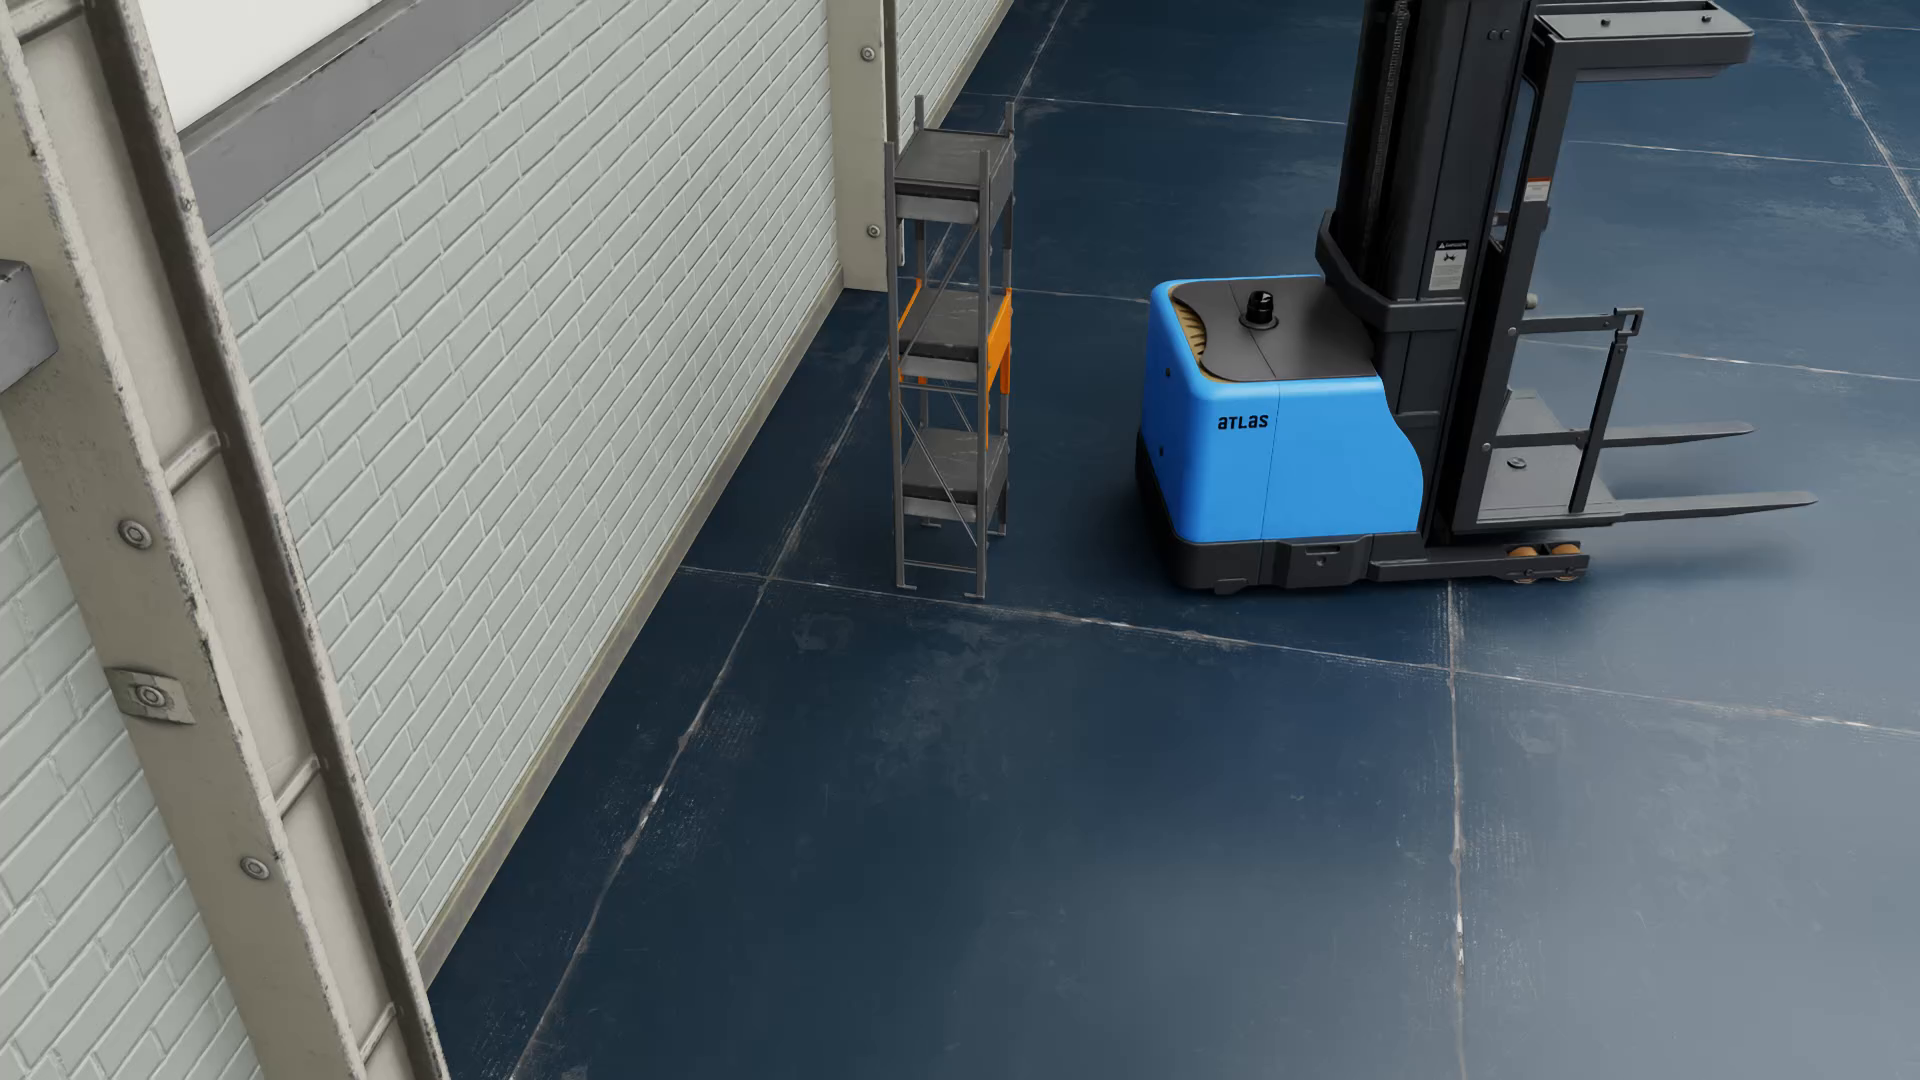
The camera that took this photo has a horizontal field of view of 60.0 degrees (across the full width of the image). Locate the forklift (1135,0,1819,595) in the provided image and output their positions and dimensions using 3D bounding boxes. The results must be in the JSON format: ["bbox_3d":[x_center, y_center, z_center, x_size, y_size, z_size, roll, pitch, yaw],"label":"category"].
[{"bbox_3d":[2.398,-1.297,7.042,3.031,2.935,1.130,-3,36,-4],"label":"forklift"}]

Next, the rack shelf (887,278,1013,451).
[{"bbox_3d":[-0.035,-0.744,7.011,0.431,0.518,0.480,7,37,10],"label":"rack shelf"}]

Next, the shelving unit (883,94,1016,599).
[{"bbox_3d":[-0.035,-0.755,7.003,0.431,2.100,0.503,7,37,10],"label":"shelving unit"}]

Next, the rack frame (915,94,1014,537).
[{"bbox_3d":[0.017,-0.895,7.196,0.400,2.100,0.015,7,37,10],"label":"rack frame"}]

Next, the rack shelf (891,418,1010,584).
[{"bbox_3d":[-0.035,-0.177,7.422,0.431,0.518,0.480,7,37,10],"label":"rack shelf"}]

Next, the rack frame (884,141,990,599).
[{"bbox_3d":[-0.087,-0.615,6.810,0.400,2.100,0.015,7,37,10],"label":"rack frame"}]

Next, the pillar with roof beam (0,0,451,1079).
[{"bbox_3d":[2.397,-1.252,1.810,9.100,9.000,0.400,7,37,10],"label":"pillar with roof beam"}]

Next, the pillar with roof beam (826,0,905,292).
[{"bbox_3d":[3.678,-4.692,6.556,9.100,9.000,0.400,7,37,10],"label":"pillar with roof beam"}]

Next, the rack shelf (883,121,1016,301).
[{"bbox_3d":[-0.035,-1.311,6.600,0.431,0.518,0.480,7,37,10],"label":"rack shelf"}]
